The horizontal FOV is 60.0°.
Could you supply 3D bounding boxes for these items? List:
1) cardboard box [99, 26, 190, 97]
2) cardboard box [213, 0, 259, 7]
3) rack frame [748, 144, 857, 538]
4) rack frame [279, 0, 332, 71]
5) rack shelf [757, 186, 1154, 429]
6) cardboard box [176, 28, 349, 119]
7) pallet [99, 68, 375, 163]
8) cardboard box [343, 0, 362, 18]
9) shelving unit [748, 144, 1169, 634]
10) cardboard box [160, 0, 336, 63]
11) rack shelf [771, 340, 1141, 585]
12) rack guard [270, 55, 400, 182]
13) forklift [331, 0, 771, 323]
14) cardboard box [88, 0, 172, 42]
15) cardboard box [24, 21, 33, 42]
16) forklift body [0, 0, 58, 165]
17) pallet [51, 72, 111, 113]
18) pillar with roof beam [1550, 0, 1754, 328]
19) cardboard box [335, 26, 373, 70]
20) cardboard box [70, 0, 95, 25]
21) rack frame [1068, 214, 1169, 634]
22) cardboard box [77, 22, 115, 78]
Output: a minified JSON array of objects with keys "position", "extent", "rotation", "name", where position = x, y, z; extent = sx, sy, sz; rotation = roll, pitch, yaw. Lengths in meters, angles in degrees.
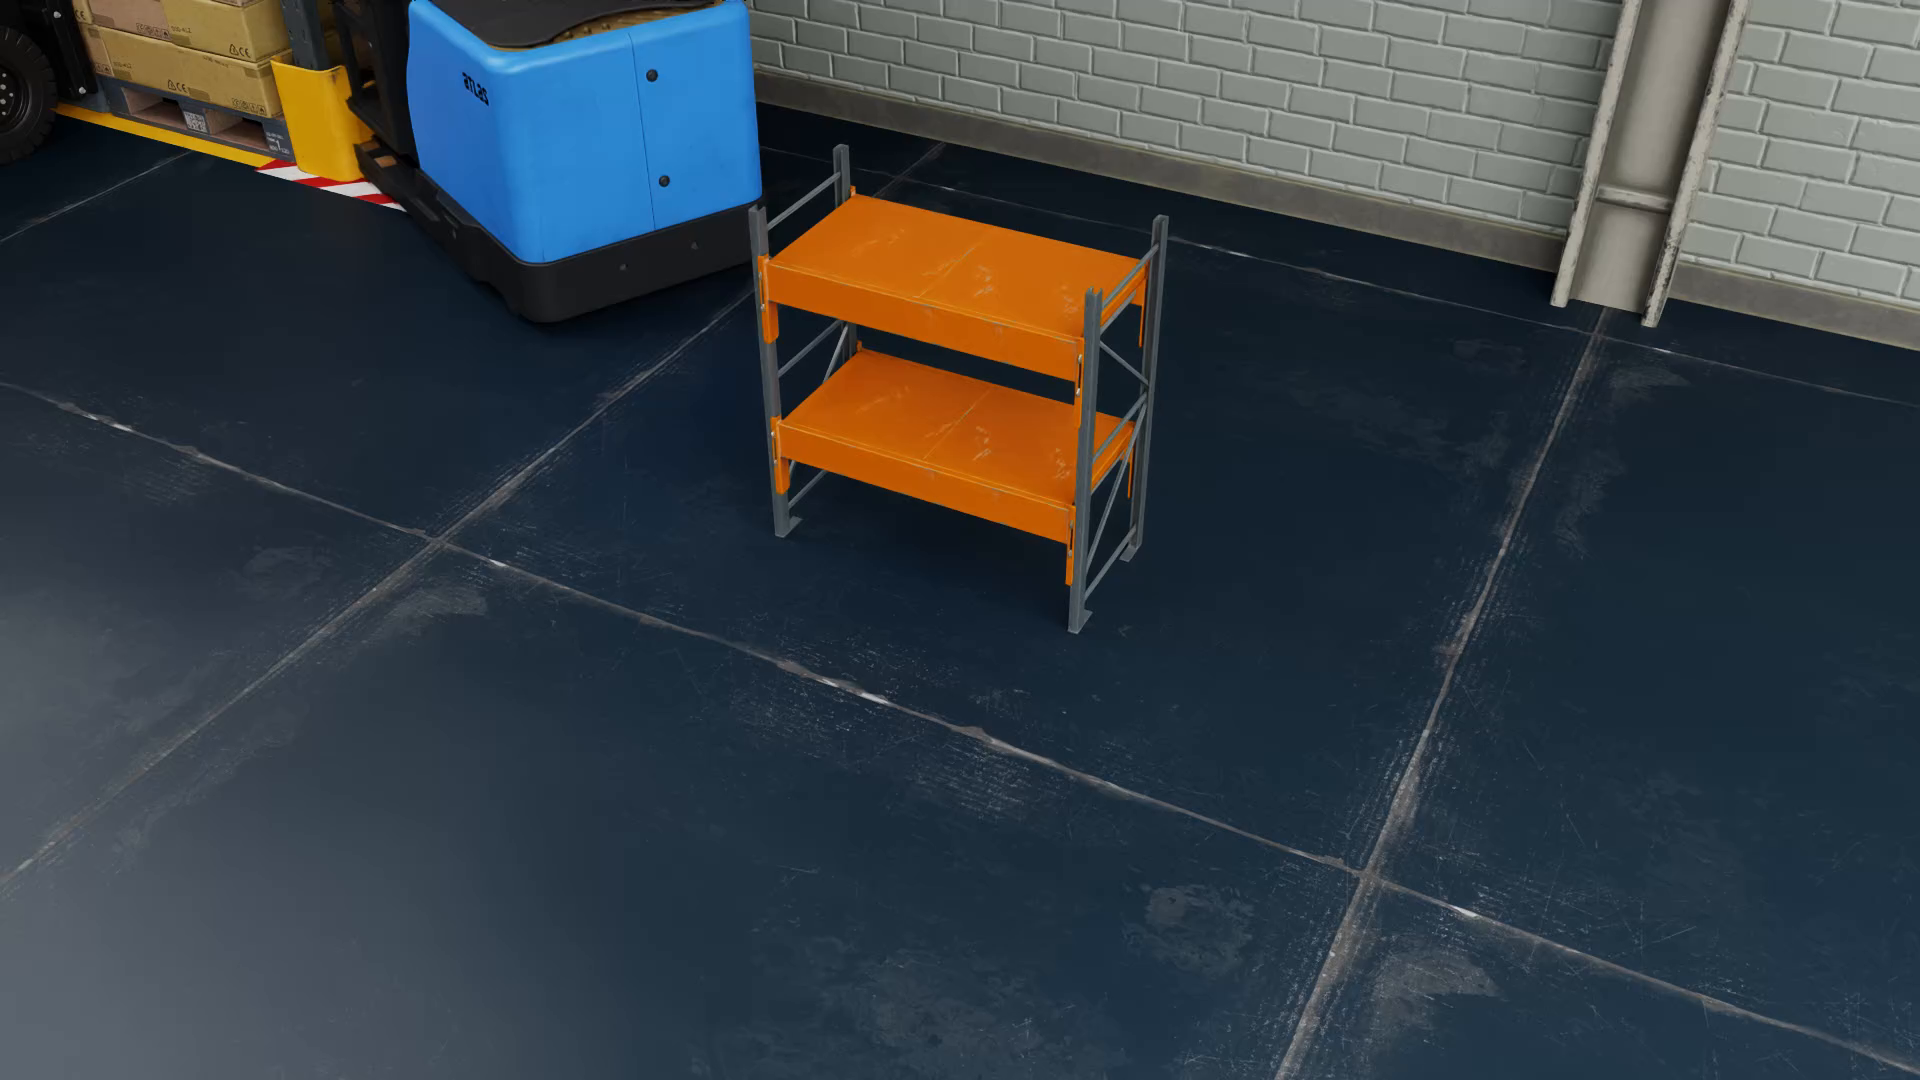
[{"position":[-3.589,-2.304,7.731],"extent":[0.500,0.250,0.500],"rotation":[17,41,21],"name":"cardboard box"},{"position":[-3.142,-2.558,7.239],"extent":[0.500,0.250,0.500],"rotation":[19,41,23],"name":"cardboard box"},{"position":[-0.457,-0.591,5.099],"extent":[0.032,1.125,0.500],"rotation":[17,41,21],"name":"rack frame"},{"position":[-2.590,-3.128,6.889],"extent":[0.127,3.000,1.000],"rotation":[17,41,21],"name":"rack frame"},{"position":[-0.006,-0.683,4.735],"extent":[1.000,0.278,0.538],"rotation":[17,41,21],"name":"rack shelf"},{"position":[-3.152,-2.161,7.542],"extent":[0.500,0.250,0.500],"rotation":[18,41,22],"name":"cardboard box"},{"position":[-3.288,-2.207,7.983],"extent":[1.213,0.211,1.003],"rotation":[17,41,21],"name":"pallet"},{"position":[-2.912,-2.641,7.762],"extent":[0.500,0.250,0.500],"rotation":[18,41,22],"name":"cardboard box"},{"position":[-0.006,-0.450,4.912],"extent":[1.048,1.125,0.538],"rotation":[17,41,21],"name":"shelving unit"},{"position":[-3.166,-2.366,7.400],"extent":[0.500,0.250,0.500],"rotation":[17,40,21],"name":"cardboard box"},{"position":[-0.006,-0.255,5.060],"extent":[1.000,0.278,0.538],"rotation":[17,41,21],"name":"rack shelf"},{"position":[-2.568,-2.125,7.636],"extent":[0.348,0.500,1.175],"rotation":[17,41,21],"name":"rack guard"},{"position":[-2.027,-2.822,6.543],"extent":[1.130,2.935,3.031],"rotation":[-24,43,-28],"name":"forklift"},{"position":[-3.606,-2.511,7.591],"extent":[0.500,0.250,0.500],"rotation":[17,40,21],"name":"cardboard box"},{"position":[-4.501,-2.580,8.095],"extent":[0.500,0.250,0.500],"rotation":[19,41,23],"name":"cardboard box"},{"position":[-5.112,-2.337,6.550],"extent":[1.214,2.155,2.313],"rotation":[17,41,21],"name":"forklift body"},{"position":[-4.367,-2.547,8.431],"extent":[1.213,0.211,1.003],"rotation":[17,41,21],"name":"pallet"},{"position":[0.555,-2.215,0.725],"extent":[0.400,9.000,9.100],"rotation":[17,41,21],"name":"pillar with roof beam"},{"position":[-2.936,-2.441,7.912],"extent":[0.500,0.250,0.500],"rotation":[18,41,22],"name":"cardboard box"},{"position":[-4.074,-2.644,7.765],"extent":[0.500,0.250,0.500],"rotation":[16,40,20],"name":"cardboard box"},{"position":[0.445,-0.309,4.726],"extent":[0.032,1.125,0.500],"rotation":[17,41,21],"name":"rack frame"},{"position":[-4.029,-2.448,7.921],"extent":[0.500,0.250,0.500],"rotation":[18,41,22],"name":"cardboard box"}]
